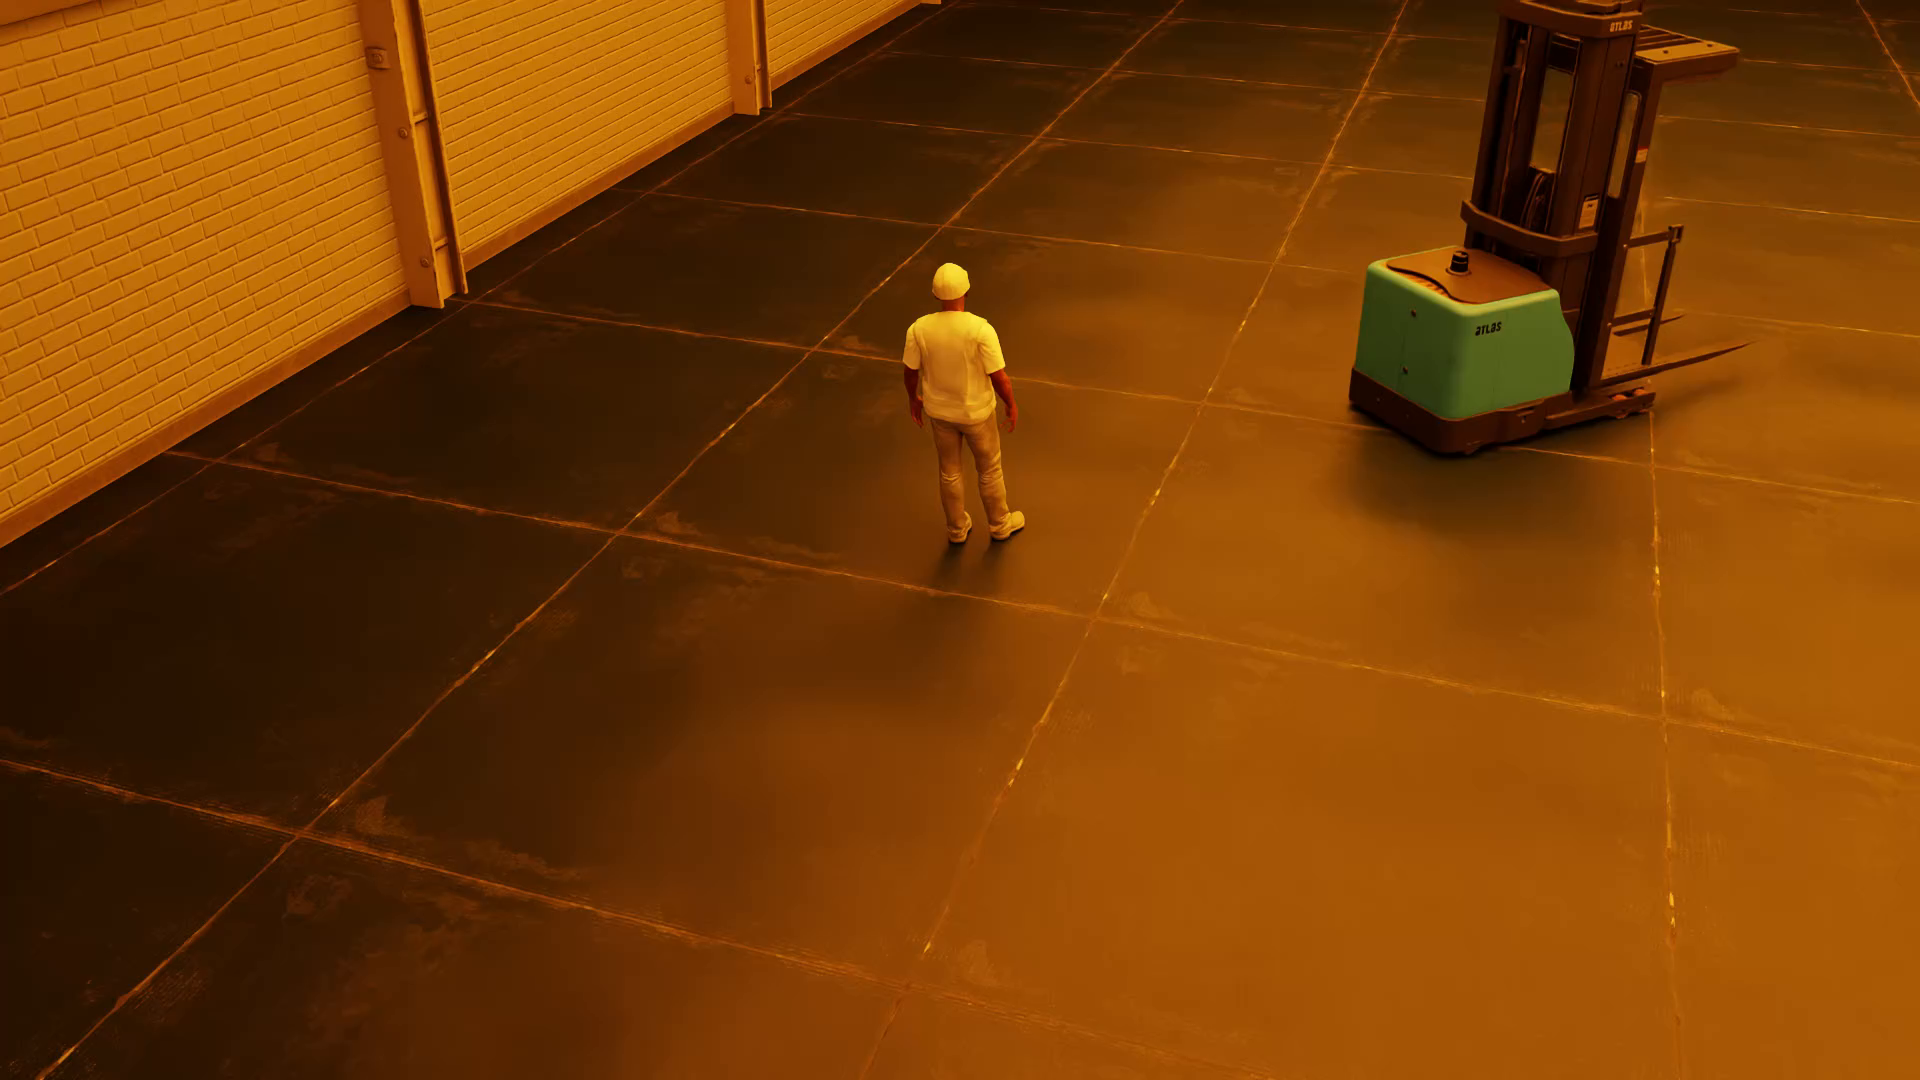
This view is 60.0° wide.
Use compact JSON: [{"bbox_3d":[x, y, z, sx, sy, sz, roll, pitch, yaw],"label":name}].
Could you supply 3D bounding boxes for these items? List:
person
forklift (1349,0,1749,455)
[{"bbox_3d":[0.028,-0.805,9.710,0.665,1.765,0.577,10,31,16],"label":"person"},{"bbox_3d":[4.285,-2.335,11.233,3.031,2.935,1.130,-14,33,-23],"label":"forklift"}]
